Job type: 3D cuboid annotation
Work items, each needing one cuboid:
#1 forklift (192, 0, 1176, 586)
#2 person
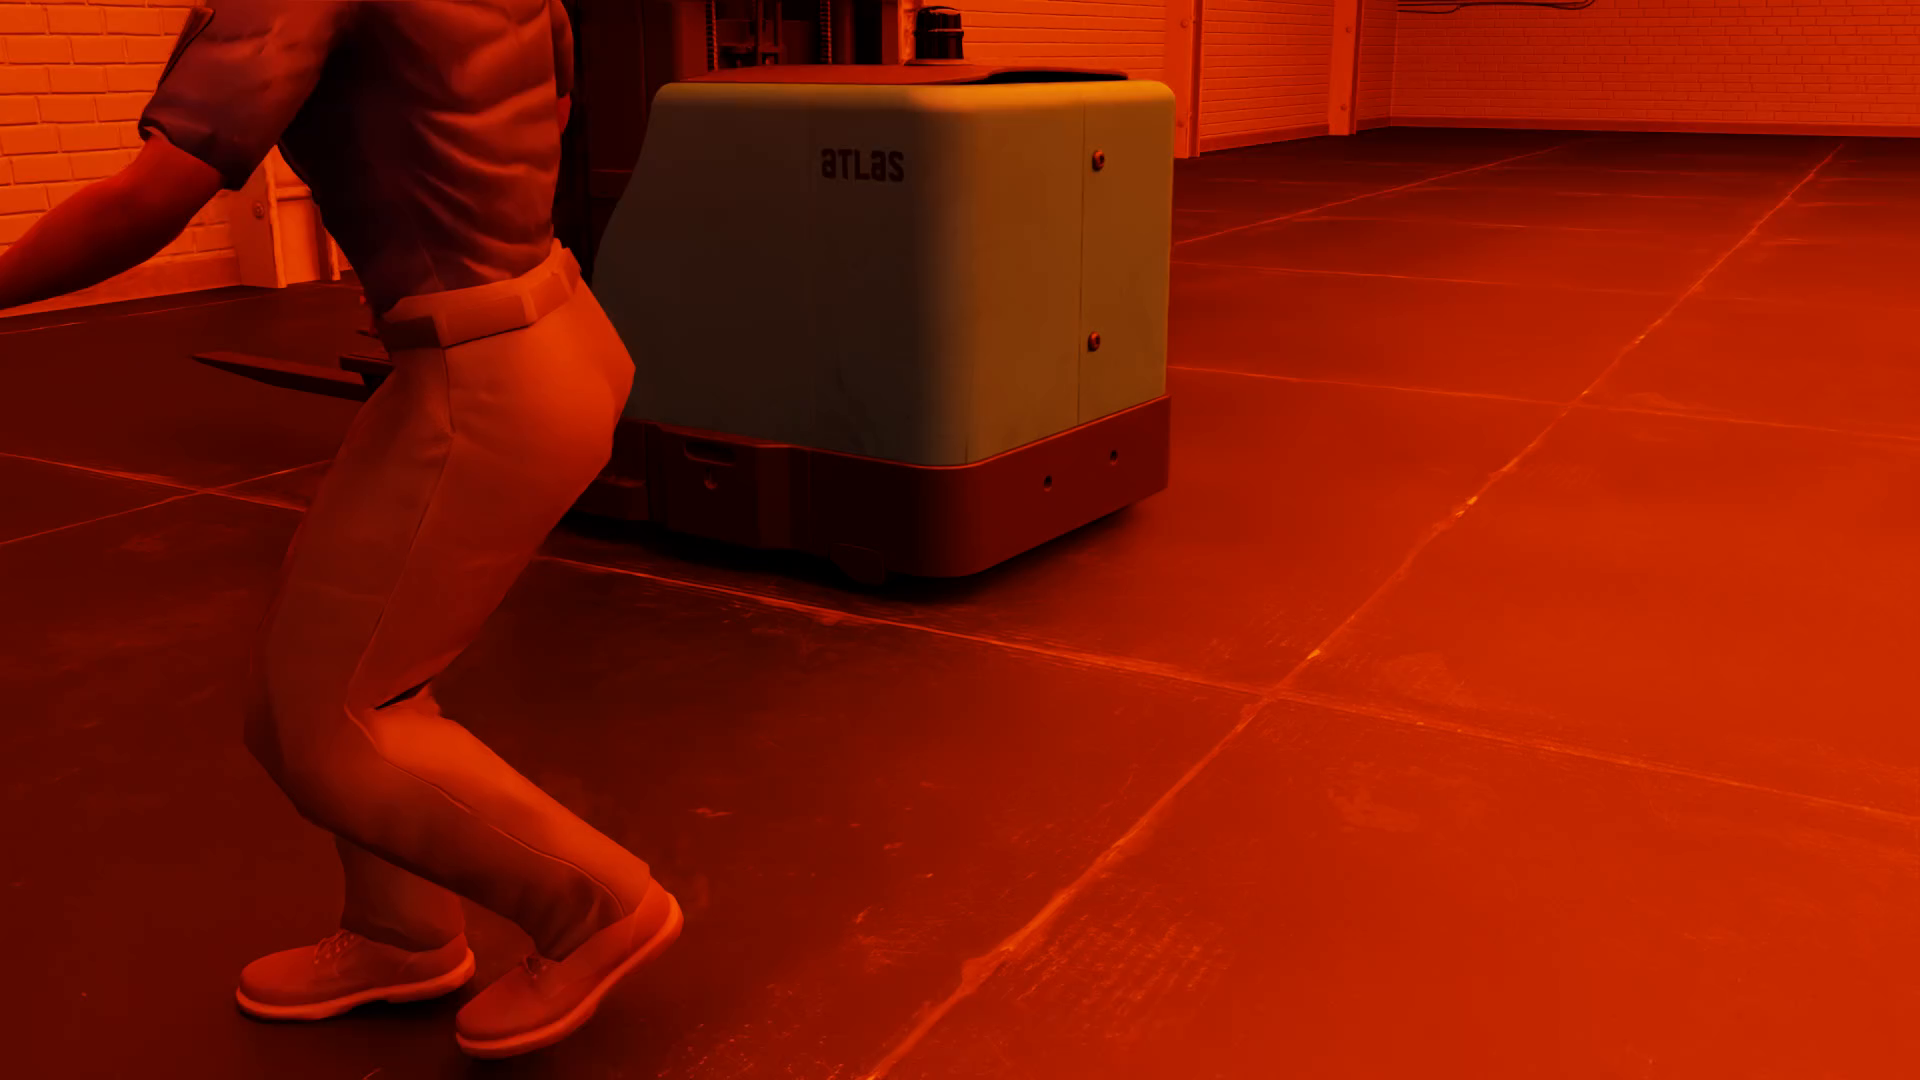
[{"bbox_3d":[-0.971,-1.607,4.310,3.031,2.935,1.130,11,20,33],"label":"forklift"},{"bbox_3d":[-0.710,-0.173,1.894,0.748,1.548,0.760,0,16,-1],"label":"person"}]
